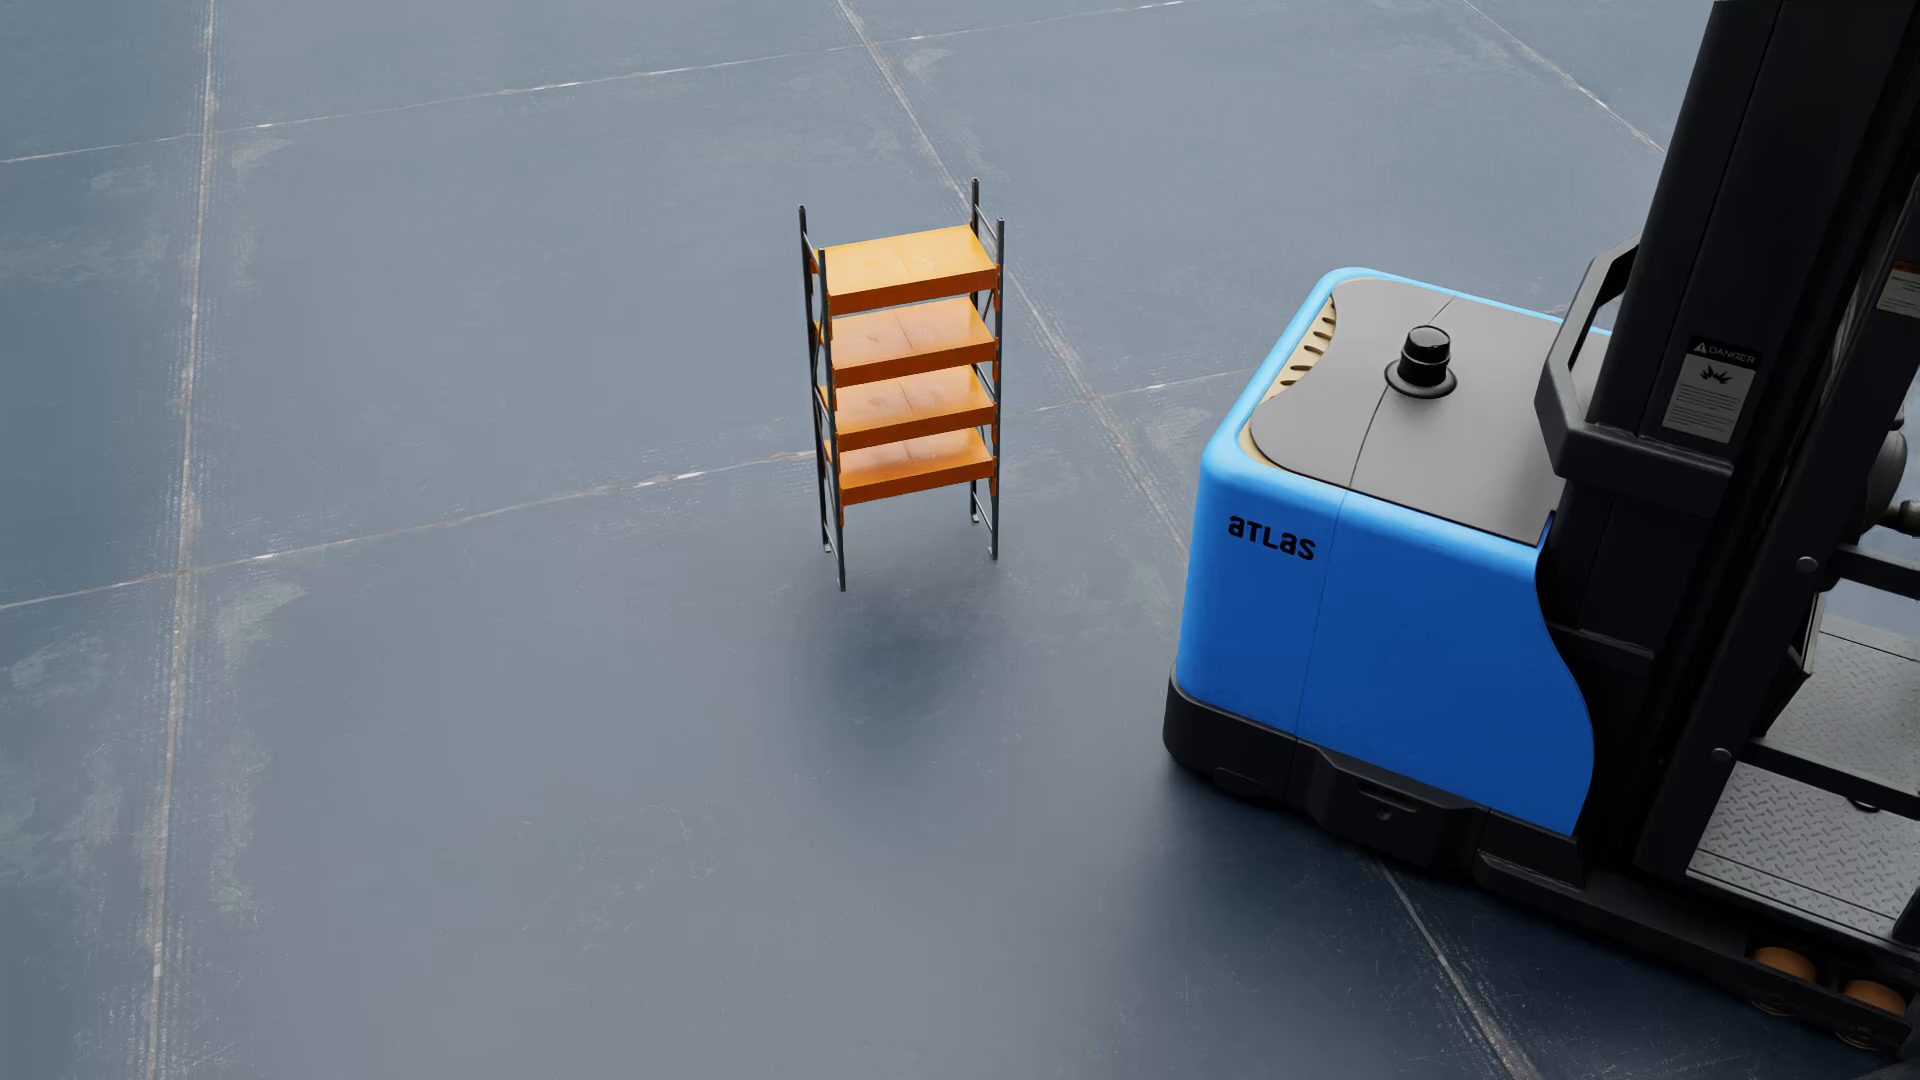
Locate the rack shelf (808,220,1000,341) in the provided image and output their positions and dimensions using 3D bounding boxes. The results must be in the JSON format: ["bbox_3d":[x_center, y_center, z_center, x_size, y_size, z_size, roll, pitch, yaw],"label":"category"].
[{"bbox_3d":[-0.158,-0.715,4.559,0.480,0.148,0.258,-12,42,-13],"label":"rack shelf"}]

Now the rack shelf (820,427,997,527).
[{"bbox_3d":[-0.158,-0.219,4.993,0.480,0.148,0.258,-12,42,-13],"label":"rack shelf"}]

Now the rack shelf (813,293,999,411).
[{"bbox_3d":[-0.158,-0.537,4.715,0.480,0.148,0.258,-12,42,-13],"label":"rack shelf"}]

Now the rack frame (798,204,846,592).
[{"bbox_3d":[-0.391,-0.371,4.763,0.015,1.200,0.240,-12,42,-13],"label":"rack frame"}]

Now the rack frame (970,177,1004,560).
[{"bbox_3d":[0.075,-0.467,4.873,0.015,1.200,0.240,-12,42,-13],"label":"rack frame"}]

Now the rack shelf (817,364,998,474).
[{"bbox_3d":[-0.158,-0.368,4.862,0.480,0.148,0.258,-12,42,-13],"label":"rack shelf"}]

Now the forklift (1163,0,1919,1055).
[{"bbox_3d":[2.097,-0.317,3.386,3.031,2.935,1.130,19,45,21],"label":"forklift"}]

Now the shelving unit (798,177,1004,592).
[{"bbox_3d":[-0.158,-0.419,4.818,0.503,1.200,0.258,-12,42,-13],"label":"shelving unit"}]
